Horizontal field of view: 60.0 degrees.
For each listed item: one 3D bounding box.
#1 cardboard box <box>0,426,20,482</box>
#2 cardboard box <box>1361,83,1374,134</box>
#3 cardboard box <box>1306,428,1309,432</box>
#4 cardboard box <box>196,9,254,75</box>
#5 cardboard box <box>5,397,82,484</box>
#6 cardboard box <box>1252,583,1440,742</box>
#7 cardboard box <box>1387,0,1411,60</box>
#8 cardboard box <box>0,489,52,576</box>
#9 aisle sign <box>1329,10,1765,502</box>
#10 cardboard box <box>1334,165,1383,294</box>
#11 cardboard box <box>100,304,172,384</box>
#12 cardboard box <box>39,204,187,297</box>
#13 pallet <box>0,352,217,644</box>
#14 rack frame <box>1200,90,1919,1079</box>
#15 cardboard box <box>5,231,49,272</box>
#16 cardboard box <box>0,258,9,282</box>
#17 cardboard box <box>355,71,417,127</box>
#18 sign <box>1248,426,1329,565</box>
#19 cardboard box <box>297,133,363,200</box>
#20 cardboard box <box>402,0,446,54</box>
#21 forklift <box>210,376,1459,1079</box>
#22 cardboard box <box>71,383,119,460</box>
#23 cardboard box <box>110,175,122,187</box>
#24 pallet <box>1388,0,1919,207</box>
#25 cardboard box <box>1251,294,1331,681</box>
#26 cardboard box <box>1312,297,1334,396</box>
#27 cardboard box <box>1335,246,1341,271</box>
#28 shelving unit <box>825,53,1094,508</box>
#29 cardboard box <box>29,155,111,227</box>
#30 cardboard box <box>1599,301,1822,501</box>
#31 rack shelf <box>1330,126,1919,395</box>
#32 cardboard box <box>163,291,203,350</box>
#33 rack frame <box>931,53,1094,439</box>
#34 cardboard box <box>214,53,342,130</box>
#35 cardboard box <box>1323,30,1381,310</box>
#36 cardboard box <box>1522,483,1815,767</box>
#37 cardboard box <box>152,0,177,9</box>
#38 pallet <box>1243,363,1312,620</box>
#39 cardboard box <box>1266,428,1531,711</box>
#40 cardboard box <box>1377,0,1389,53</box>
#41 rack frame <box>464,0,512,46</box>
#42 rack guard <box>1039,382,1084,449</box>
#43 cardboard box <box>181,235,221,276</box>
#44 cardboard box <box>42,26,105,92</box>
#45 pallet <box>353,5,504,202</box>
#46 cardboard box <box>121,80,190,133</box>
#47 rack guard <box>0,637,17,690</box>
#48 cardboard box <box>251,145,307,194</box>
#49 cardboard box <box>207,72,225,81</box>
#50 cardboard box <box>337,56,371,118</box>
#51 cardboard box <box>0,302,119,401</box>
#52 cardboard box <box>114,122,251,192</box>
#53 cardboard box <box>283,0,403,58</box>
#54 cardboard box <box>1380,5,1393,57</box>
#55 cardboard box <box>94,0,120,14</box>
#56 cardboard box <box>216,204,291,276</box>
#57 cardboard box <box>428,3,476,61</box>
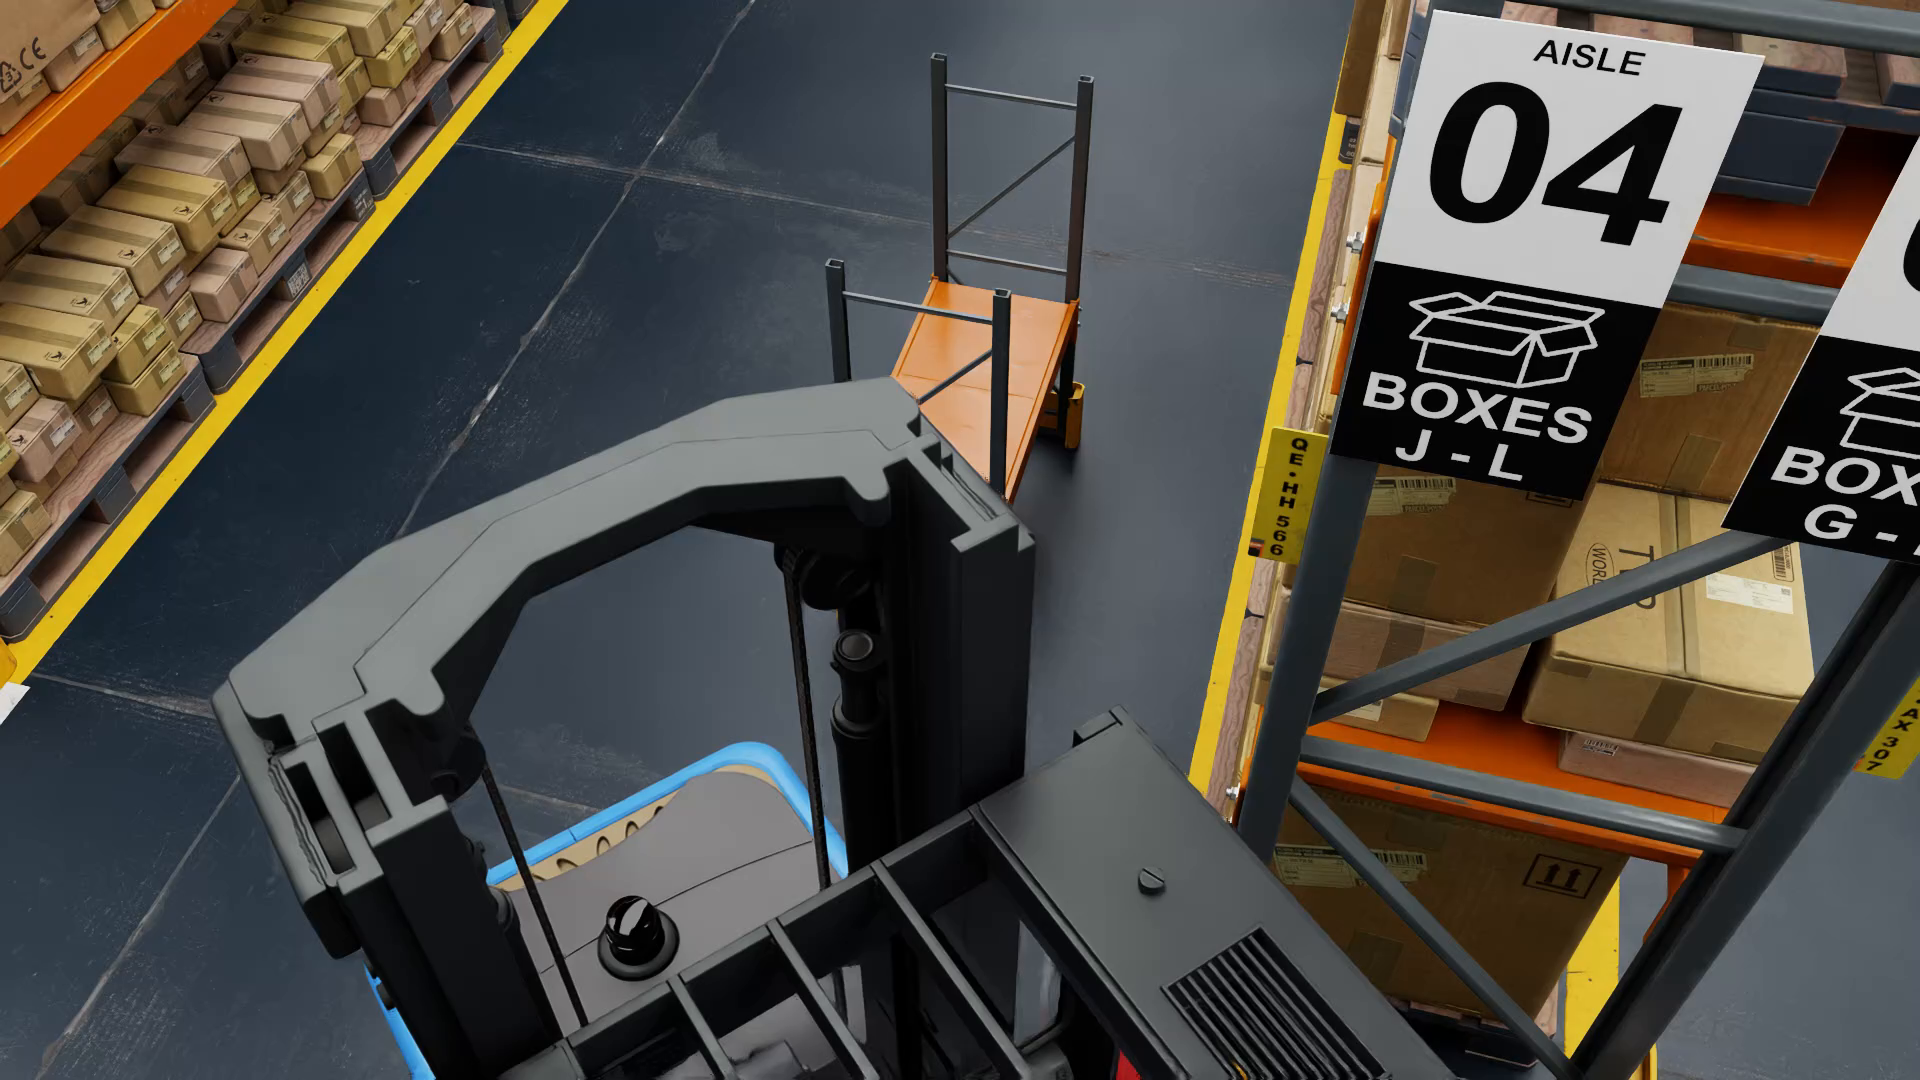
[{"bbox_3d":[-3.204,-0.250,5.194,0.380,0.149,0.250,10,49,8],"label":"cardboard box"},{"bbox_3d":[1.402,-1.217,4.991,0.380,0.149,0.250,12,50,10],"label":"cardboard box"},{"bbox_3d":[0.999,-0.103,4.008,0.380,0.149,0.250,12,50,10],"label":"cardboard box"},{"bbox_3d":[-3.103,-2.049,6.783,0.380,0.149,0.250,10,49,9],"label":"cardboard box"},{"bbox_3d":[-3.158,-0.354,5.485,0.380,0.149,0.250,11,50,10],"label":"cardboard box"},{"bbox_3d":[0.865,0.267,3.681,0.380,0.149,0.250,12,50,11],"label":"cardboard box"},{"bbox_3d":[1.499,-1.656,4.612,0.500,0.500,0.500,10,49,9],"label":"cardboard box"},{"bbox_3d":[-3.223,-0.057,5.421,0.380,0.149,0.250,12,50,11],"label":"cardboard box"},{"bbox_3d":[0.781,-0.361,2.334,0.394,0.787,0.004,12,50,10],"label":"aisle sign"},{"bbox_3d":[1.228,-0.680,4.251,0.500,0.250,0.500,10,49,9],"label":"cardboard box"},{"bbox_3d":[-3.006,-0.713,5.802,0.380,0.149,0.250,13,50,11],"label":"cardboard box"},{"bbox_3d":[-2.990,-1.024,5.878,0.380,0.149,0.250,13,50,12],"label":"cardboard box"},{"bbox_3d":[-3.402,-0.258,5.837,1.003,0.211,1.213,12,50,10],"label":"pallet"},{"bbox_3d":[1.089,0.507,3.302,1.000,3.000,0.127,12,50,10],"label":"rack frame"},{"bbox_3d":[-3.547,-1.031,6.082,0.380,0.149,0.250,12,50,11],"label":"cardboard box"},{"bbox_3d":[-3.578,-0.928,5.793,0.380,0.149,0.250,10,49,9],"label":"cardboard box"},{"bbox_3d":[-2.548,-1.908,7.055,0.380,0.149,0.250,10,49,9],"label":"cardboard box"},{"bbox_3d":[0.569,-0.072,2.883,0.100,0.325,0.005,12,50,10],"label":"sign"},{"bbox_3d":[-2.664,-1.534,6.725,0.380,0.149,0.250,11,50,10],"label":"cardboard box"},{"bbox_3d":[-2.452,-2.244,7.153,0.380,0.149,0.250,9,49,8],"label":"cardboard box"},{"bbox_3d":[-0.063,1.314,2.635,1.130,2.935,3.031,-26,54,-21],"label":"forklift"},{"bbox_3d":[-3.174,-0.443,5.762,0.380,0.149,0.250,12,50,10],"label":"cardboard box"},{"bbox_3d":[-3.416,-1.417,6.423,0.380,0.149,0.250,12,50,10],"label":"cardboard box"},{"bbox_3d":[1.274,-0.995,2.686,1.003,0.211,1.213,12,50,10],"label":"pallet"},{"bbox_3d":[1.420,-0.066,4.945,0.875,0.875,0.875,12,50,10],"label":"cardboard box"},{"bbox_3d":[1.132,-0.472,4.333,0.380,0.149,0.250,11,49,9],"label":"cardboard box"},{"bbox_3d":[1.268,-0.838,4.657,0.380,0.149,0.250,12,50,11],"label":"cardboard box"},{"bbox_3d":[0.020,-0.551,5.236,0.587,1.500,1.083,12,50,10],"label":"shelving unit"},{"bbox_3d":[-3.385,-1.302,6.123,0.380,0.149,0.250,10,49,9],"label":"cardboard box"},{"bbox_3d":[1.607,-0.446,3.544,0.500,0.500,0.500,10,49,9],"label":"cardboard box"},{"bbox_3d":[1.615,-1.694,3.724,1.077,0.370,4.000,12,50,10],"label":"rack shelf"},{"bbox_3d":[-3.026,-0.810,6.085,0.380,0.149,0.250,12,50,10],"label":"cardboard box"},{"bbox_3d":[0.156,-0.926,5.567,0.500,1.500,0.032,12,50,10],"label":"rack frame"},{"bbox_3d":[-2.673,-1.762,6.529,0.380,0.149,0.250,9,49,8],"label":"cardboard box"},{"bbox_3d":[1.891,-1.361,6.087,0.875,0.875,0.875,12,50,10],"label":"cardboard box"},{"bbox_3d":[1.476,0.164,3.506,0.500,0.250,0.500,10,49,9],"label":"cardboard box"},{"bbox_3d":[-2.808,-1.957,5.645,0.380,0.149,0.250,12,50,11],"label":"cardboard box"},{"bbox_3d":[1.547,-0.044,5.648,1.003,0.211,1.213,12,50,10],"label":"pallet"},{"bbox_3d":[0.960,0.055,3.602,0.500,0.250,0.500,11,49,9],"label":"cardboard box"},{"bbox_3d":[1.537,-1.584,5.315,0.380,0.149,0.250,10,49,9],"label":"cardboard box"},{"bbox_3d":[-2.617,-3.438,6.784,1.000,3.000,0.127,12,50,10],"label":"rack frame"},{"bbox_3d":[0.151,-0.498,6.023,0.587,0.250,0.087,12,50,10],"label":"rack guard"},{"bbox_3d":[-2.997,-1.128,6.168,0.380,0.149,0.250,14,50,12],"label":"cardboard box"},{"bbox_3d":[-2.995,-1.587,5.317,0.380,0.149,0.250,11,49,9],"label":"cardboard box"},{"bbox_3d":[-2.759,-2.023,7.395,1.003,0.211,1.213,12,50,10],"label":"pallet"},{"bbox_3d":[-3.241,-1.668,6.446,0.380,0.149,0.250,10,49,8],"label":"cardboard box"},{"bbox_3d":[-3.650,0.227,5.216,1.175,0.500,0.348,12,50,10],"label":"rack guard"},{"bbox_3d":[-2.805,-1.506,6.502,0.380,0.149,0.250,9,49,8],"label":"cardboard box"},{"bbox_3d":[-3.104,-1.955,6.897,0.380,0.149,0.250,9,49,8],"label":"cardboard box"},{"bbox_3d":[-2.666,-1.884,6.835,0.380,0.149,0.250,12,50,10],"label":"cardboard box"},{"bbox_3d":[-3.058,-0.630,5.530,0.380,0.149,0.250,11,50,10],"label":"cardboard box"},{"bbox_3d":[-2.903,-1.406,6.215,0.380,0.149,0.250,12,50,10],"label":"cardboard box"},{"bbox_3d":[-2.547,-2.148,6.870,0.380,0.149,0.250,11,50,10],"label":"cardboard box"},{"bbox_3d":[1.499,-1.413,4.898,0.500,0.250,0.500,13,50,11],"label":"cardboard box"},{"bbox_3d":[-2.899,-2.061,5.303,0.500,0.500,0.500,10,49,9],"label":"cardboard box"},{"bbox_3d":[-2.829,-1.178,6.410,0.380,0.149,0.250,12,50,10],"label":"cardboard box"},{"bbox_3d":[-2.391,-2.283,7.386,0.380,0.149,0.250,12,50,11],"label":"cardboard box"}]
